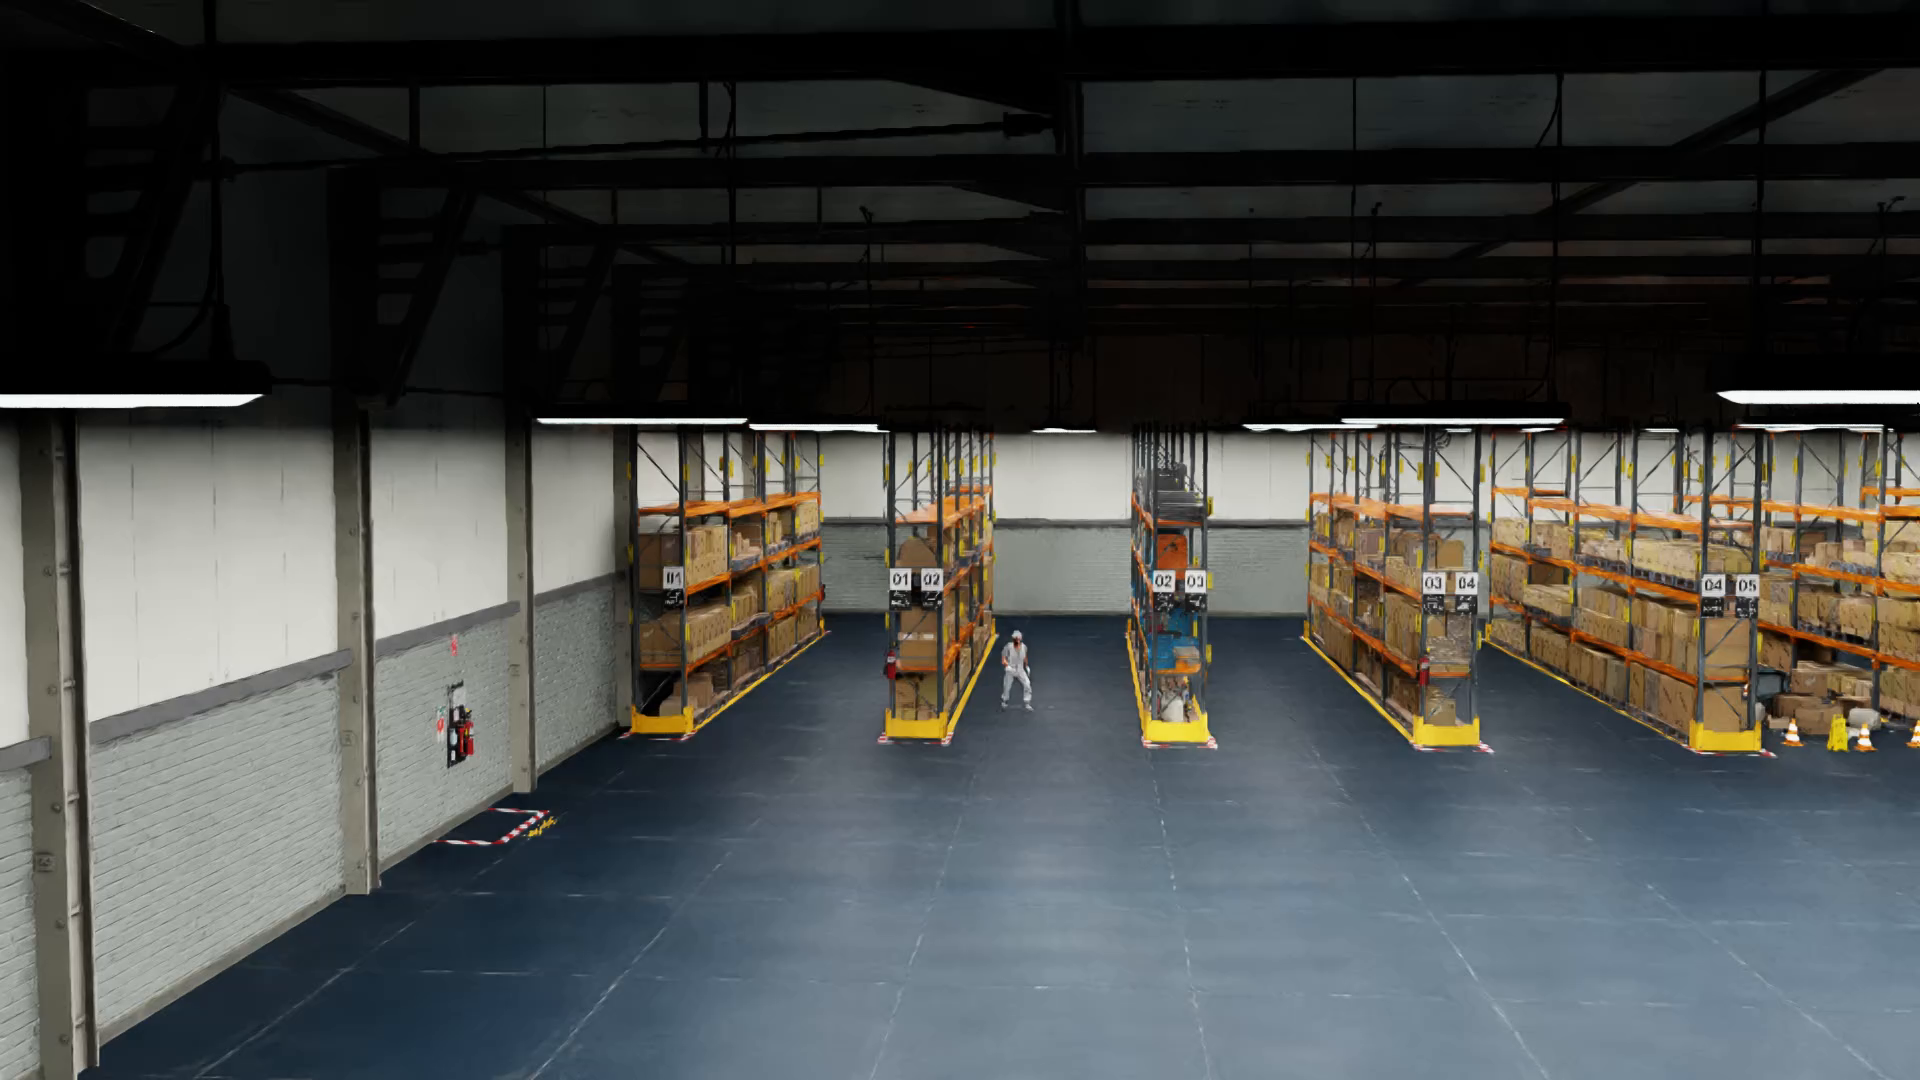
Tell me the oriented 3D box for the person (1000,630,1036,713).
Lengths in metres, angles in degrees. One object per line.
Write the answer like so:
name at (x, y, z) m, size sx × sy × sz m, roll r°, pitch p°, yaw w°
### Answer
person at (1.147, 2.689, 34.175) m, size 0.683 × 1.718 × 0.811 m, roll -1°, pitch 4°, yaw -14°
